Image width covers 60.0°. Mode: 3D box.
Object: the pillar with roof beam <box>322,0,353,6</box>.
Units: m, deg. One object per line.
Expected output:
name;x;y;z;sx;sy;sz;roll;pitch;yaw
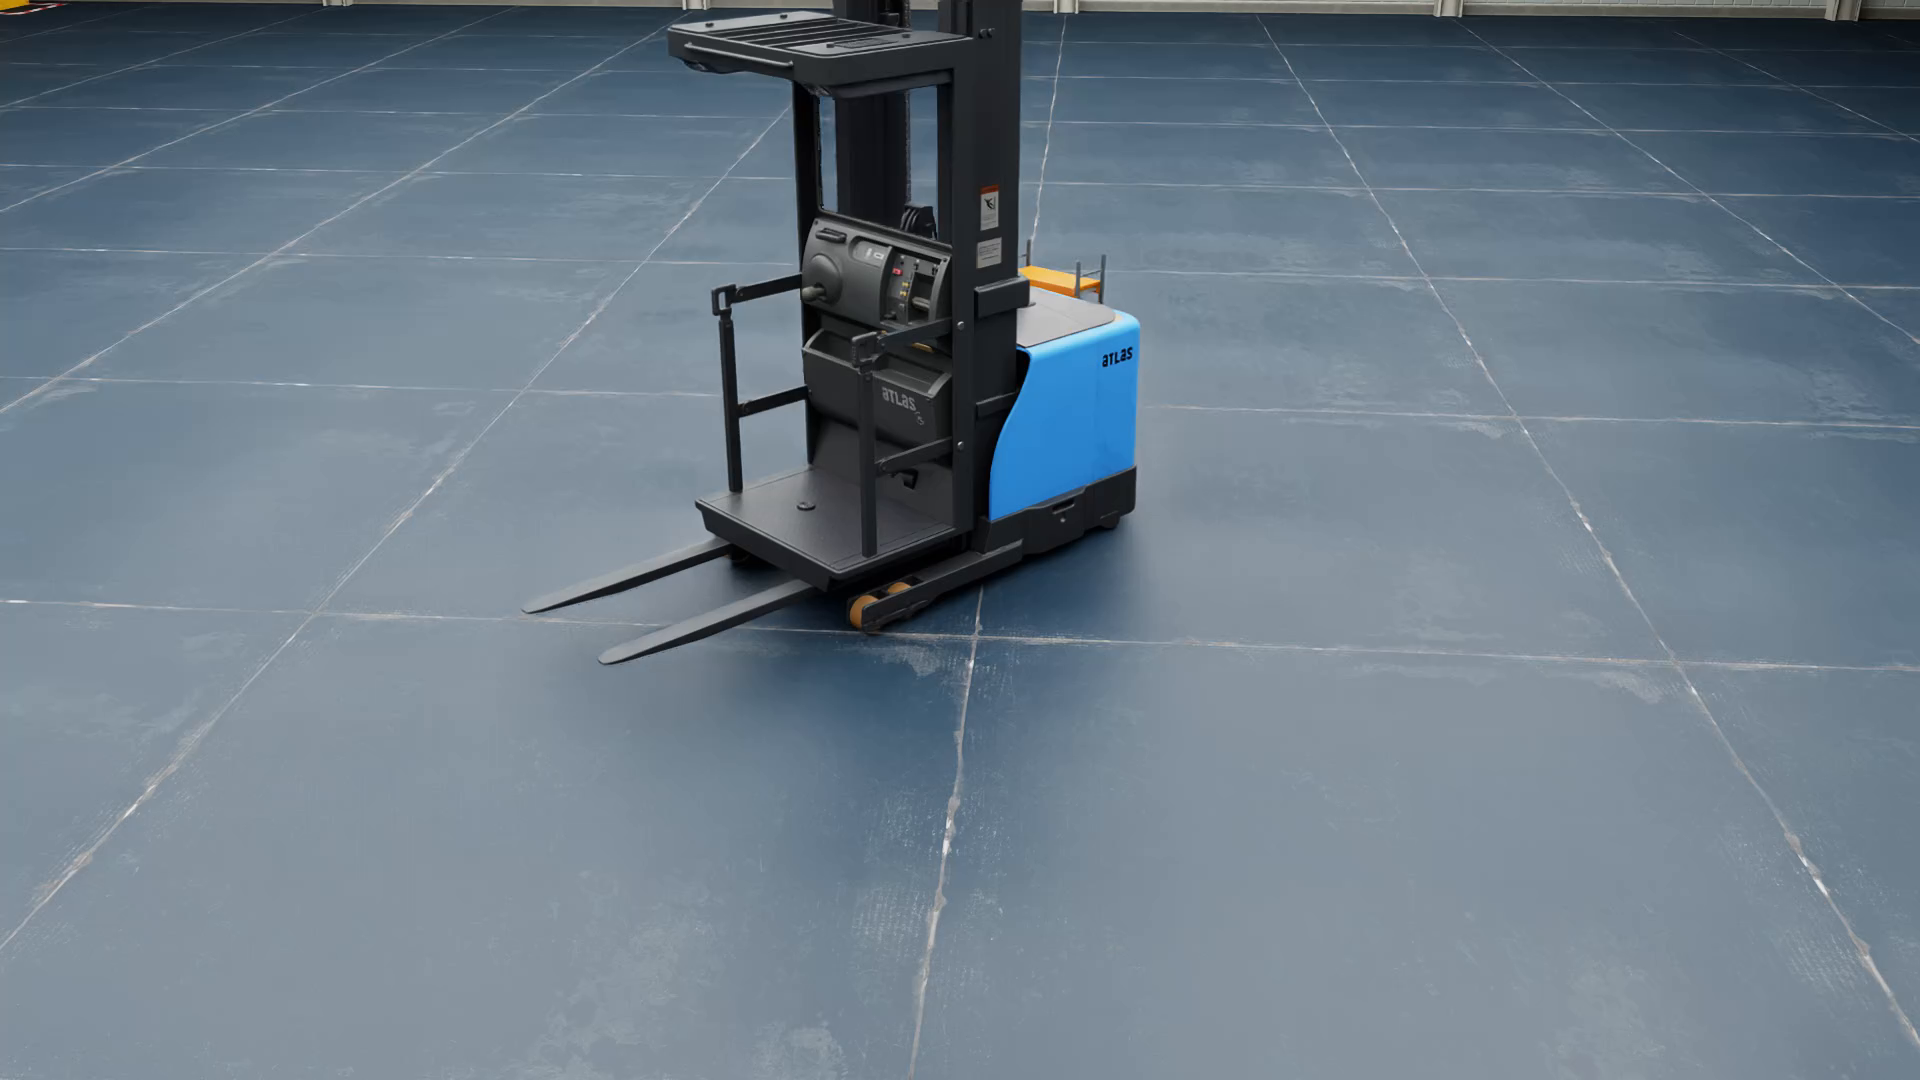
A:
pillar with roof beam;-10.594;-11.137;21.687;0.400;9.000;9.100;2;25;4

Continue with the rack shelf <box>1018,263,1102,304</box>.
rack shelf;0.480;-1.318;8.727;0.480;0.148;0.258;19;29;36

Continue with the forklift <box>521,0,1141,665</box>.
forklift;-0.535;-1.164;7.274;3.031;2.935;1.130;-21;32;-38

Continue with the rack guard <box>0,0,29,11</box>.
rack guard;-15.597;-8.863;26.914;0.348;0.500;1.175;2;25;4

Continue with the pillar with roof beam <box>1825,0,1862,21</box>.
pillar with roof beam;13.336;-10.369;20.018;0.400;9.000;9.100;2;25;4

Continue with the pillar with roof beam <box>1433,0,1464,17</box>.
pillar with roof beam;7.353;-10.561;20.436;0.400;9.000;9.100;2;25;4

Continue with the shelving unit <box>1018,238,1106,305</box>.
shelving unit;0.469;-0.956;8.879;0.503;1.200;0.258;19;29;36

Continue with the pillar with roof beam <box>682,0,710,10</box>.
pillar with roof beam;-4.611;-10.945;21.270;0.400;9.000;9.100;2;25;4

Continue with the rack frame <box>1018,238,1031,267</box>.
rack frame;0.282;-1.022;9.021;0.015;1.200;0.240;19;29;36

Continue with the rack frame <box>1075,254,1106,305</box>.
rack frame;0.656;-0.890;8.737;0.015;1.200;0.240;19;29;36

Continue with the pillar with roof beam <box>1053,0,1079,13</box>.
pillar with roof beam;1.371;-10.753;20.853;0.400;9.000;9.100;2;25;4
